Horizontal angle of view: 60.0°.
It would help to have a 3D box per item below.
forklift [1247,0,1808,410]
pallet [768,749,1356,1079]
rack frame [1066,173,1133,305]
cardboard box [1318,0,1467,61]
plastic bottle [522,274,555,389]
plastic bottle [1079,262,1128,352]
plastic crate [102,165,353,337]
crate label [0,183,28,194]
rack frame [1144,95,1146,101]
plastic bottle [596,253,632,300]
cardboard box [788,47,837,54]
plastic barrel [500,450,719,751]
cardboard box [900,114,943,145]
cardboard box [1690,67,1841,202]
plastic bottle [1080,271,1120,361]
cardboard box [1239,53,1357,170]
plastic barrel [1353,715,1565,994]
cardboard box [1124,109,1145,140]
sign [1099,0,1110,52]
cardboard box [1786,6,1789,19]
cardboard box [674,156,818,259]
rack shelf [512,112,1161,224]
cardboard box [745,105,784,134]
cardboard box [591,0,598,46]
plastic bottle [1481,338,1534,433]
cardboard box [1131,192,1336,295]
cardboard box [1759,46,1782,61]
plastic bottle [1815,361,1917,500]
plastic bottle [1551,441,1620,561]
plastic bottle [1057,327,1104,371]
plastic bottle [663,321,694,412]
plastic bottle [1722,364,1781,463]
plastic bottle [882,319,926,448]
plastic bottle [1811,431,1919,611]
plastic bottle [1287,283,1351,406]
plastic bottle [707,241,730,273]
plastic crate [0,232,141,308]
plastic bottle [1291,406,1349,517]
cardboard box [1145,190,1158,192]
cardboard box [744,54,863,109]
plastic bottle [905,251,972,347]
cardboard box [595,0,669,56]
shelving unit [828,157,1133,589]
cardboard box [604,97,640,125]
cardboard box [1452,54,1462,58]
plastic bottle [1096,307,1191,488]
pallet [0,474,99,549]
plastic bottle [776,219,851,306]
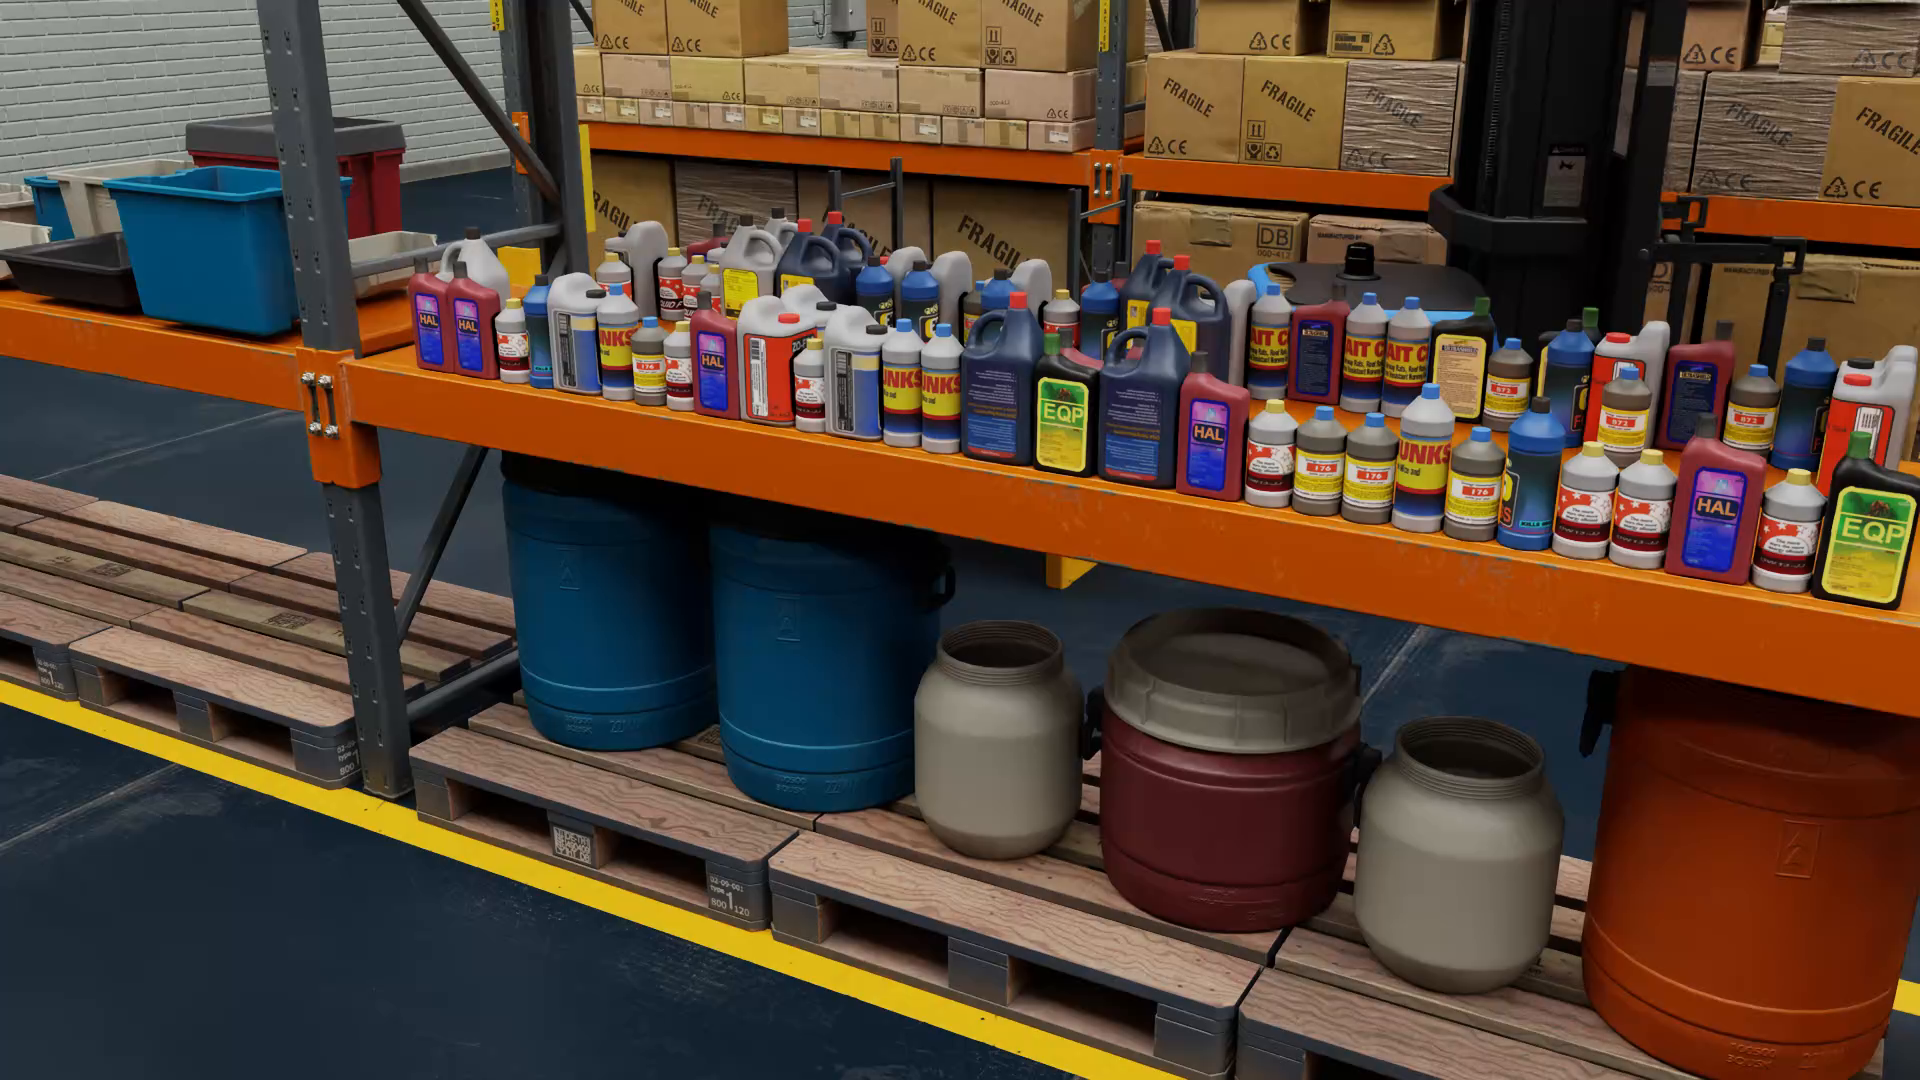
[{"bbox_3d":[2.651,-1.325,6.219,3.031,2.935,1.130,2,20,4],"label":"forklift"},{"bbox_3d":[0.286,0.841,4.237,1.213,0.211,1.003,11,23,27],"label":"pallet"},{"bbox_3d":[0.518,-0.606,6.337,0.032,1.500,0.500,11,23,27],"label":"rack frame"},{"bbox_3d":[2.134,-2.585,7.975,0.637,0.503,0.797,11,23,28],"label":"cardboard box"},{"bbox_3d":[-1.013,-0.513,4.068,0.097,0.271,0.097,0,20,0],"label":"plastic bottle"},{"bbox_3d":[0.369,-0.559,4.177,0.133,0.283,0.061,11,23,27],"label":"plastic bottle"},{"bbox_3d":[-2.011,-0.810,4.635,0.575,0.384,0.392,11,23,27],"label":"plastic crate"},{"bbox_3d":[-3.627,-1.209,6.099,0.243,0.136,0.396,11,23,27],"label":"crate label"},{"bbox_3d":[2.320,-5.903,18.740,0.127,3.000,1.000,11,23,27],"label":"rack frame"},{"bbox_3d":[-0.979,-0.710,4.716,0.097,0.201,0.097,0,20,0],"label":"plastic bottle"},{"bbox_3d":[-1.074,-2.852,10.111,0.500,0.250,0.500,10,22,25],"label":"cardboard box"},{"bbox_3d":[-0.970,0.071,4.731,0.708,0.901,0.600,11,23,27],"label":"plastic barrel"},{"bbox_3d":[-0.120,-2.251,9.040,0.250,0.149,0.380,11,23,28],"label":"cardboard box"},{"bbox_3d":[3.487,-1.762,7.178,0.500,0.500,0.500,11,22,27],"label":"cardboard box"},{"bbox_3d":[0.346,-0.526,4.106,0.097,0.271,0.097,0,20,0],"label":"plastic bottle"},{"bbox_3d":[1.698,-2.100,8.110,0.500,0.500,0.500,11,23,27],"label":"cardboard box"},{"bbox_3d":[1.084,0.680,3.623,0.421,0.512,0.421,0,20,0],"label":"plastic barrel"},{"bbox_3d":[0.883,-2.318,9.225,0.250,0.149,0.380,11,23,27],"label":"cardboard box"},{"bbox_3d":[0.710,-2.566,8.156,0.005,0.325,0.100,11,23,27],"label":"sign"},{"bbox_3d":[5.645,-3.516,11.038,0.250,0.149,0.380,12,23,29],"label":"cardboard box"},{"bbox_3d":[-1.121,-1.918,10.253,0.875,0.875,0.875,11,23,27],"label":"cardboard box"},{"bbox_3d":[-0.767,-2.282,9.813,4.000,0.370,1.077,11,23,27],"label":"rack shelf"},{"bbox_3d":[-1.021,-2.422,9.512,0.250,0.149,0.380,10,22,26],"label":"cardboard box"},{"bbox_3d":[-1.960,-3.372,10.446,0.500,0.500,0.500,11,23,28],"label":"cardboard box"},{"bbox_3d":[1.227,-0.349,3.721,0.097,0.201,0.097,0,20,0],"label":"plastic bottle"},{"bbox_3d":[1.547,-1.386,8.787,0.875,0.875,1.225,11,23,27],"label":"cardboard box"},{"bbox_3d":[5.431,-3.278,11.256,0.250,0.149,0.380,10,22,25],"label":"cardboard box"},{"bbox_3d":[1.761,-0.213,3.234,0.135,0.276,0.152,11,23,27],"label":"plastic bottle"},{"bbox_3d":[1.116,-0.074,2.962,0.097,0.201,0.097,0,20,0],"label":"plastic bottle"},{"bbox_3d":[0.248,-0.295,3.449,0.133,0.283,0.061,11,23,27],"label":"plastic bottle"},{"bbox_3d":[-0.641,-0.409,3.885,0.097,0.201,0.097,0,20,0],"label":"plastic bottle"},{"bbox_3d":[1.662,-0.266,3.492,0.097,0.201,0.097,0,20,0],"label":"plastic bottle"},{"bbox_3d":[-0.120,-0.342,3.599,0.097,0.271,0.097,0,20,0],"label":"plastic bottle"},{"bbox_3d":[1.494,-0.033,2.730,0.133,0.283,0.061,11,23,27],"label":"plastic bottle"},{"bbox_3d":[0.849,-0.467,3.925,0.133,0.283,0.061,11,23,27],"label":"plastic bottle"},{"bbox_3d":[-0.616,-0.725,4.646,0.135,0.276,0.152,11,23,27],"label":"plastic bottle"},{"bbox_3d":[-2.545,-0.818,5.038,0.590,0.125,0.437,11,23,27],"label":"plastic crate"},{"bbox_3d":[0.691,-0.155,3.185,0.097,0.201,0.097,0,20,0],"label":"plastic bottle"},{"bbox_3d":[1.732,-2.998,13.860,0.250,0.149,0.380,12,23,30],"label":"cardboard box"},{"bbox_3d":[-0.874,-2.608,9.439,0.500,0.250,0.500,10,22,26],"label":"cardboard box"},{"bbox_3d":[-0.058,-0.619,4.354,0.135,0.276,0.152,11,23,27],"label":"plastic bottle"},{"bbox_3d":[-1.789,-3.131,9.783,0.500,0.500,0.500,10,22,26],"label":"cardboard box"},{"bbox_3d":[0.067,-0.692,6.574,1.083,1.500,0.587,11,23,27],"label":"shelving unit"},{"bbox_3d":[-1.916,-2.593,9.983,0.250,0.149,0.380,10,22,26],"label":"cardboard box"},{"bbox_3d":[2.409,-2.169,8.299,0.500,0.500,0.500,10,22,27],"label":"cardboard box"},{"bbox_3d":[0.378,-0.294,3.349,0.185,0.351,0.144,11,23,27],"label":"plastic bottle"},{"bbox_3d":[-4.228,-0.019,6.608,1.213,0.211,1.003,11,23,27],"label":"pallet"},{"bbox_3d":[-0.383,-0.661,4.361,0.185,0.351,0.144,11,23,27],"label":"plastic bottle"}]
